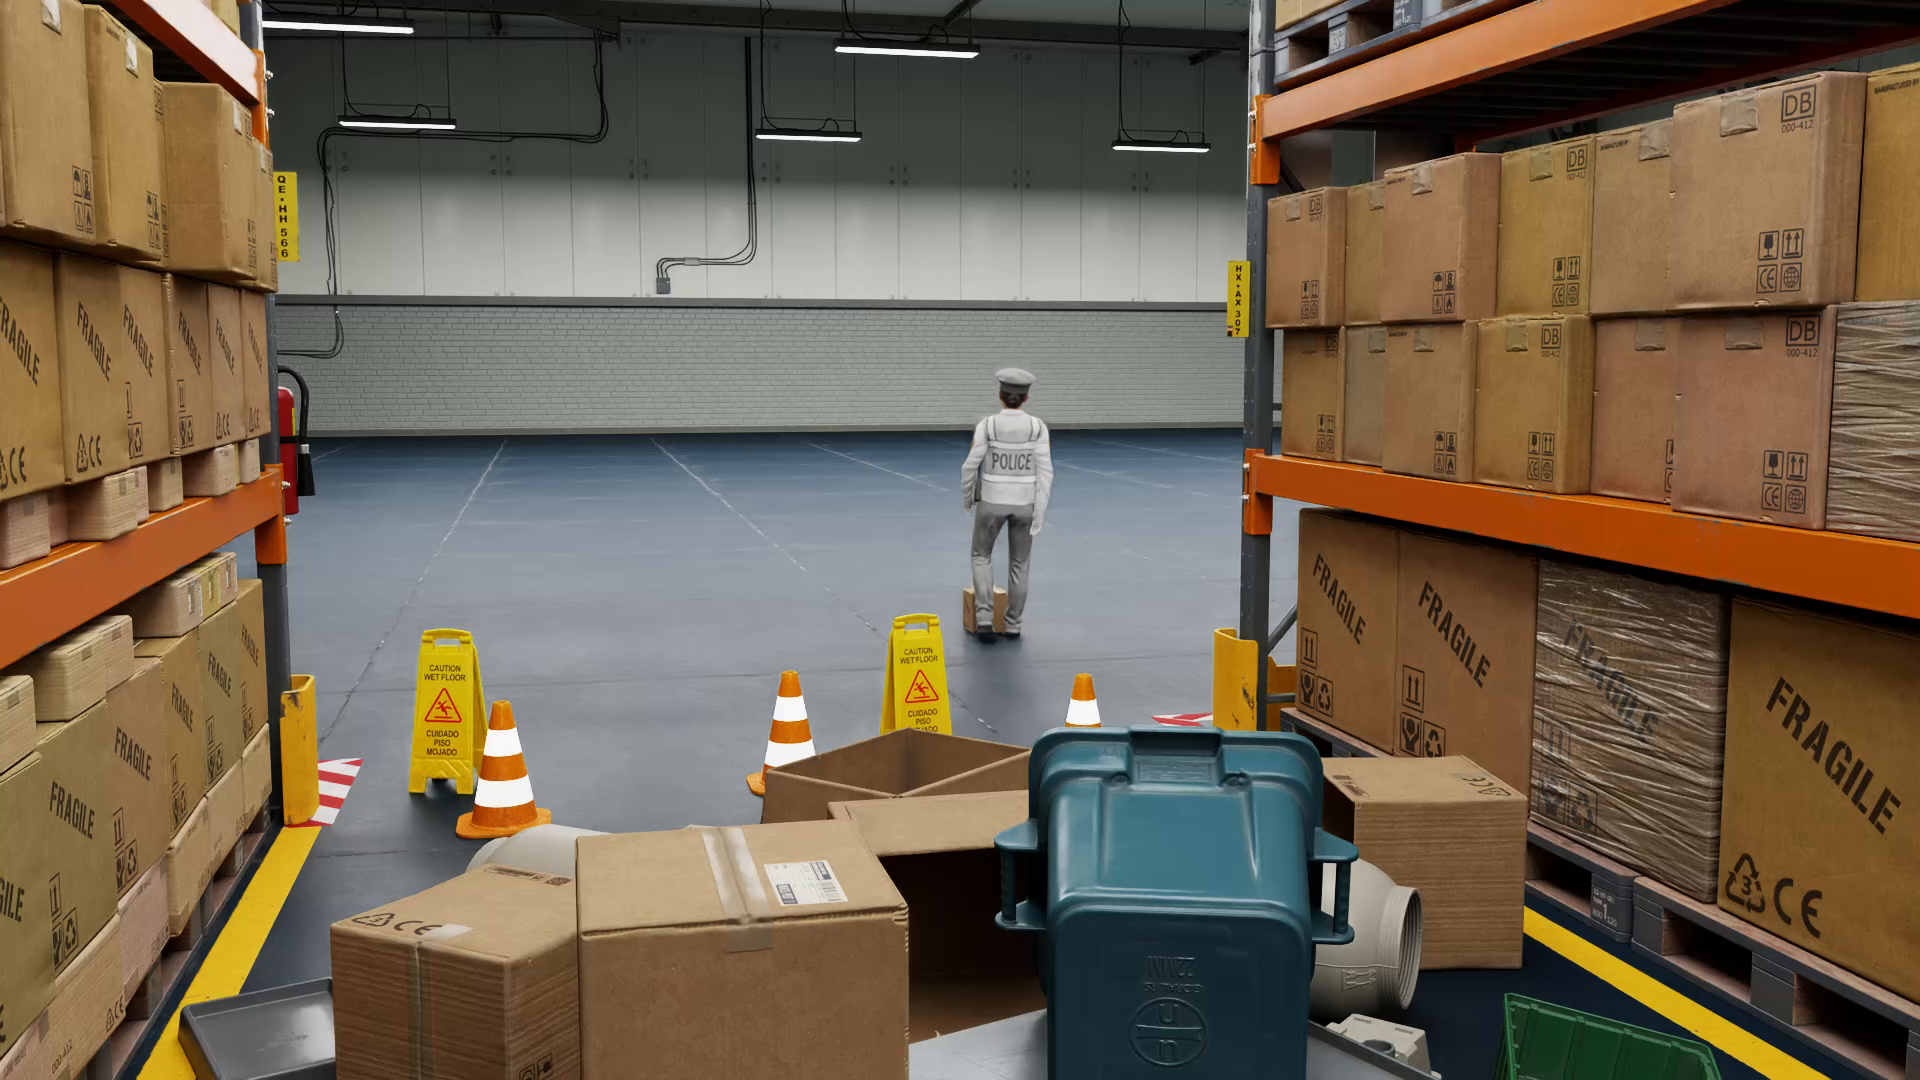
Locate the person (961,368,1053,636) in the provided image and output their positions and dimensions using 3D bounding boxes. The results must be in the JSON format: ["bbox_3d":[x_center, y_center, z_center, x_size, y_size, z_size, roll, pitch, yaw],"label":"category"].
[{"bbox_3d":[0.263,-0.188,10.138,0.544,1.717,0.649,-1,6,-7],"label":"person"}]
